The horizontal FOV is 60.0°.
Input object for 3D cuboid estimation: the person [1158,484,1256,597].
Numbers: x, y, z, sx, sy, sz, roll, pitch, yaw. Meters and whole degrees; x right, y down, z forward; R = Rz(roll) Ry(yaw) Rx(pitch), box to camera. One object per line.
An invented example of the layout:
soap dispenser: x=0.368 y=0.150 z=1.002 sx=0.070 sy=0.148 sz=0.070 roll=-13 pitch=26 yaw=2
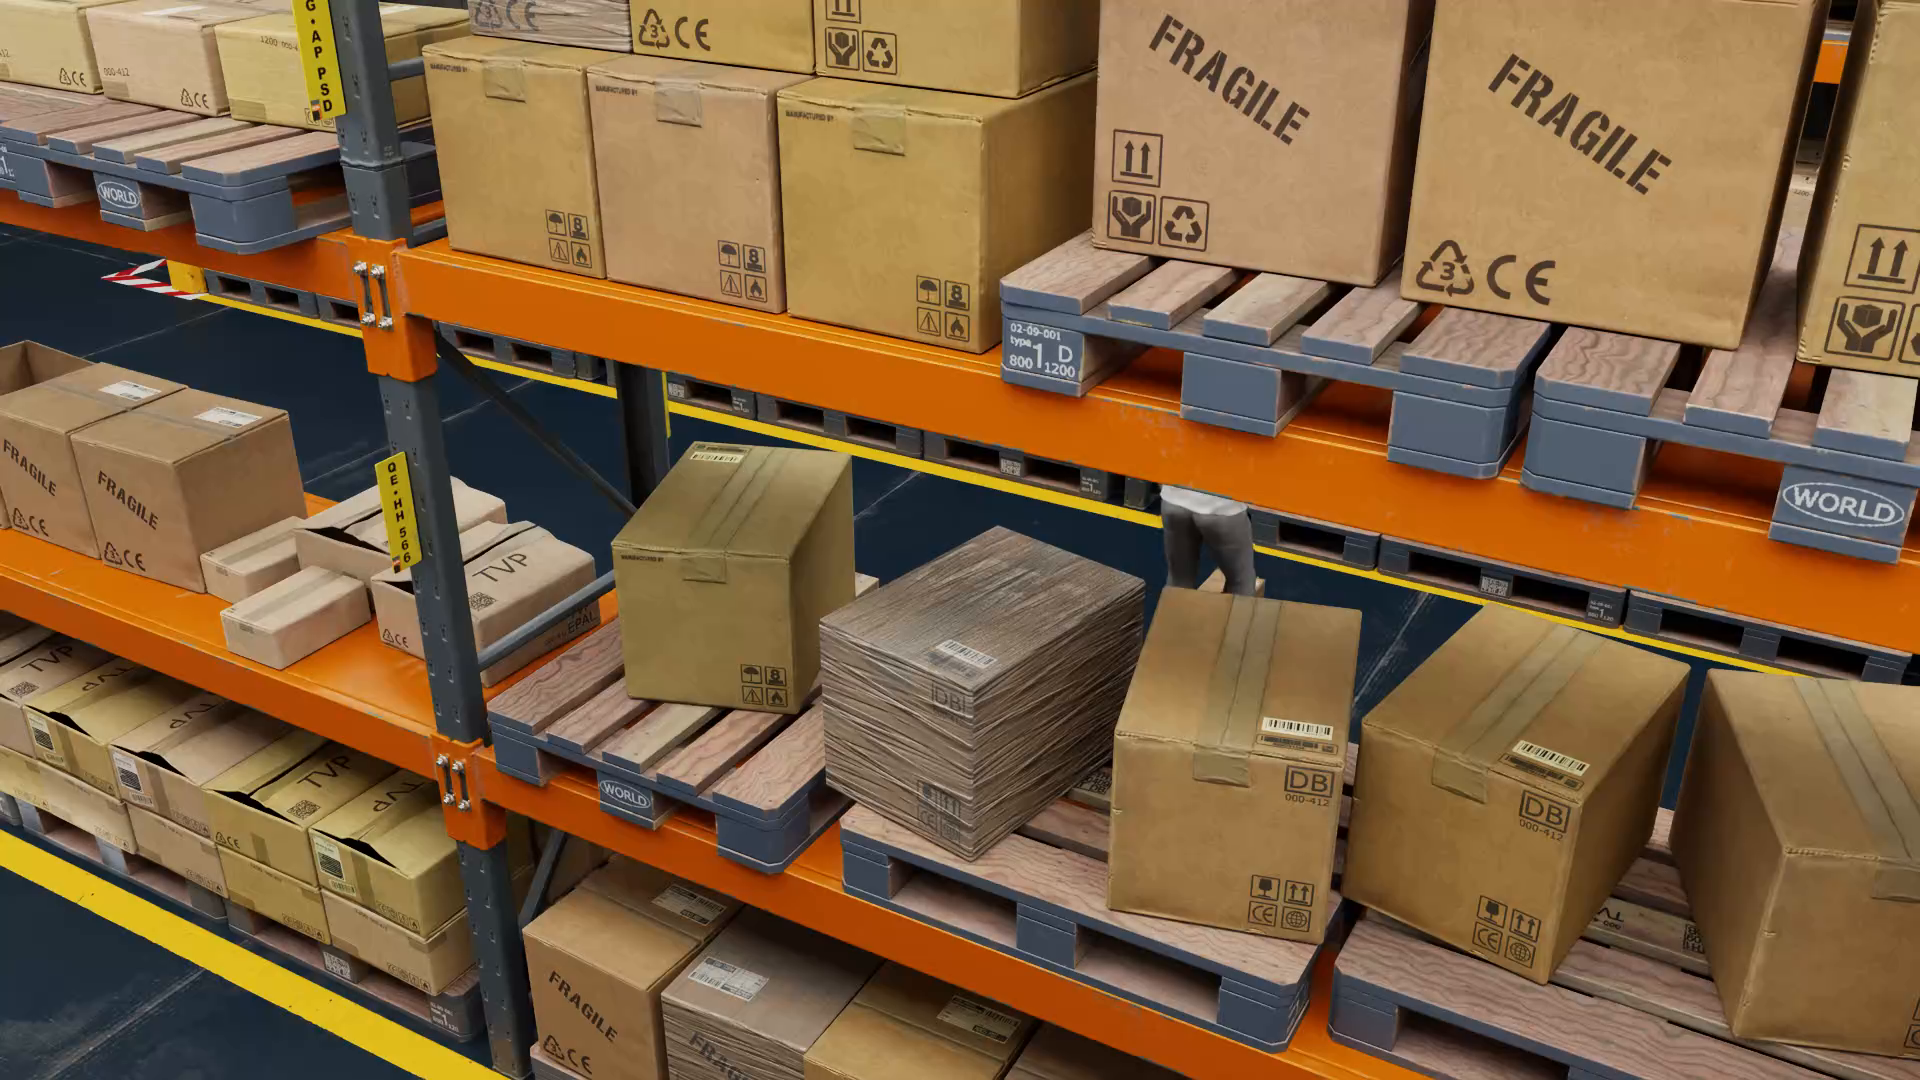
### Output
person: x=1.164 y=-0.130 z=7.397 sx=0.521 sy=1.687 sz=0.517 roll=16 pitch=31 yaw=29
